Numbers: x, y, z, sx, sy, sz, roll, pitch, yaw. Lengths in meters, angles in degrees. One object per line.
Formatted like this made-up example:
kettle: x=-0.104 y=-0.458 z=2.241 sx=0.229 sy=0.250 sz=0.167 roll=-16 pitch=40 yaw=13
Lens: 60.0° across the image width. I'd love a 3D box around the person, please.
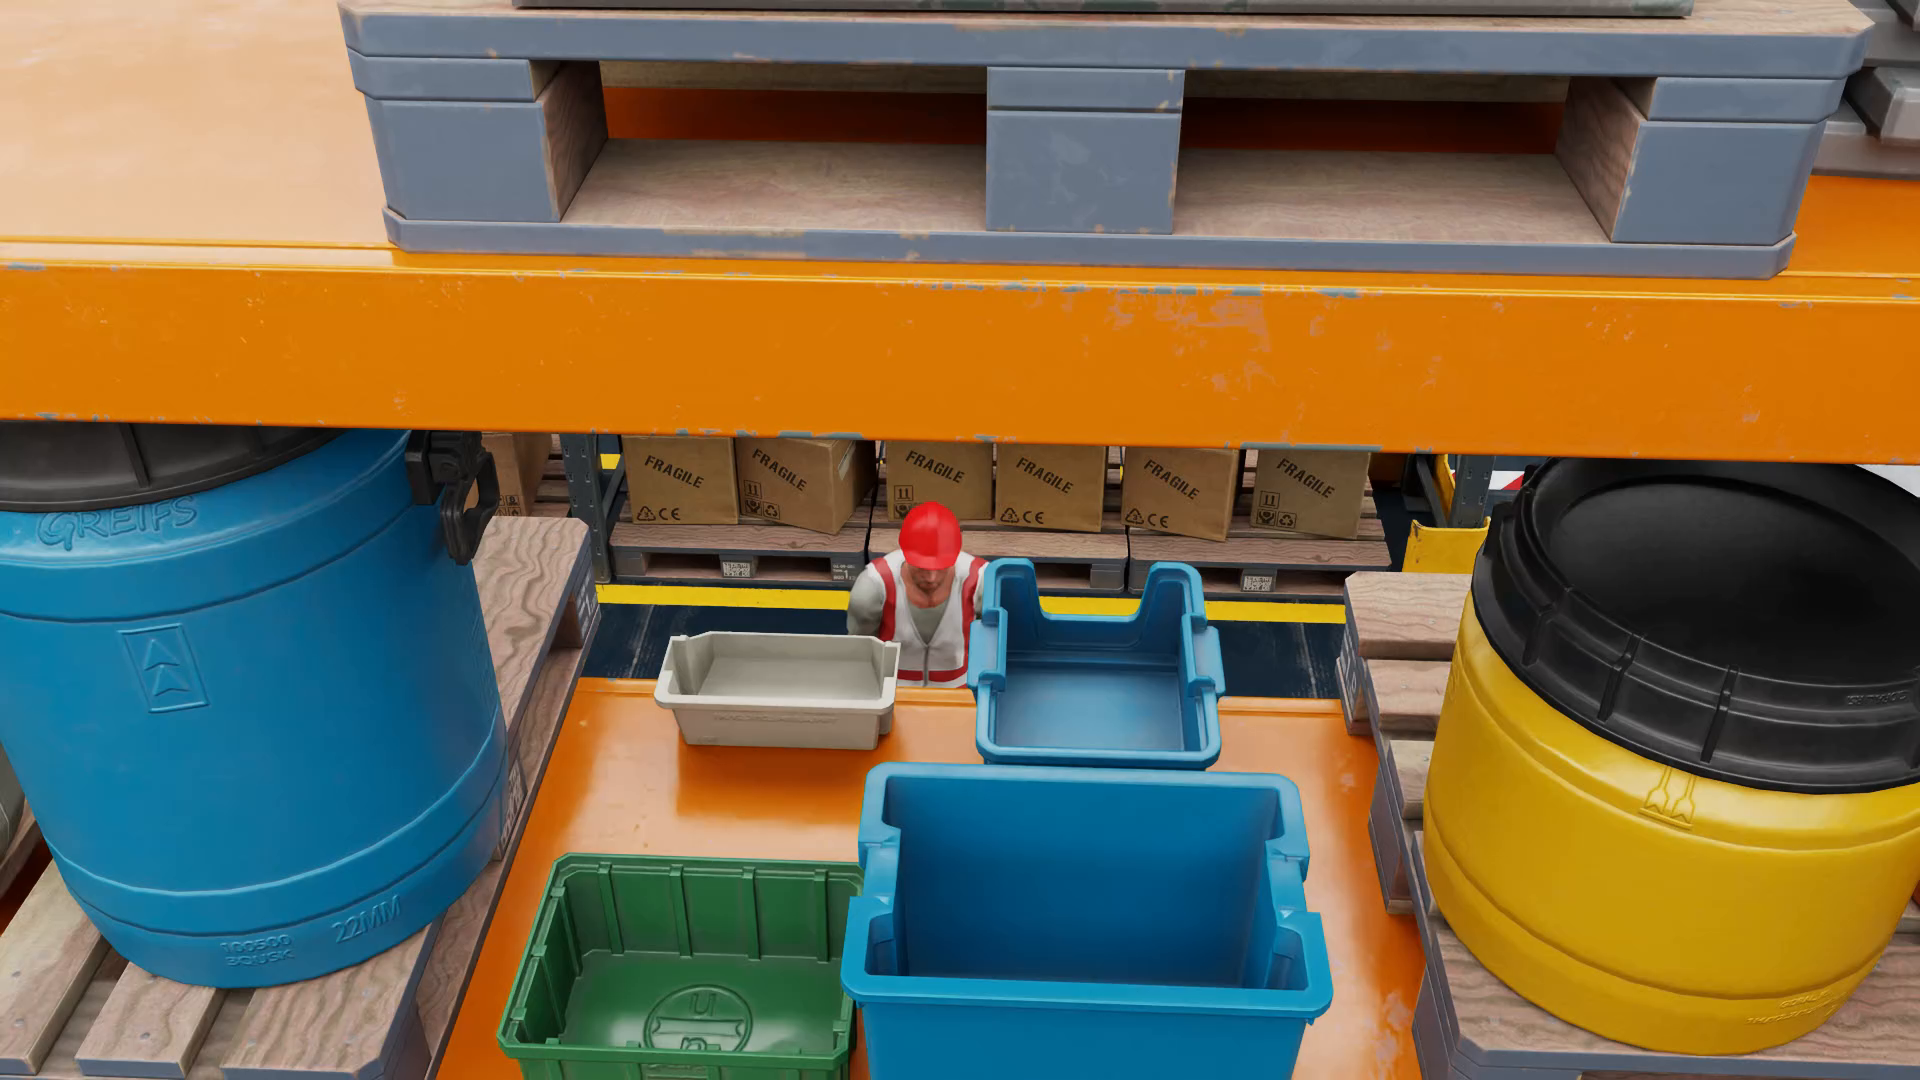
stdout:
person: x=-0.117 y=0.590 z=5.803 sx=0.595 sy=1.778 sz=0.449 roll=0 pitch=35 yaw=0
